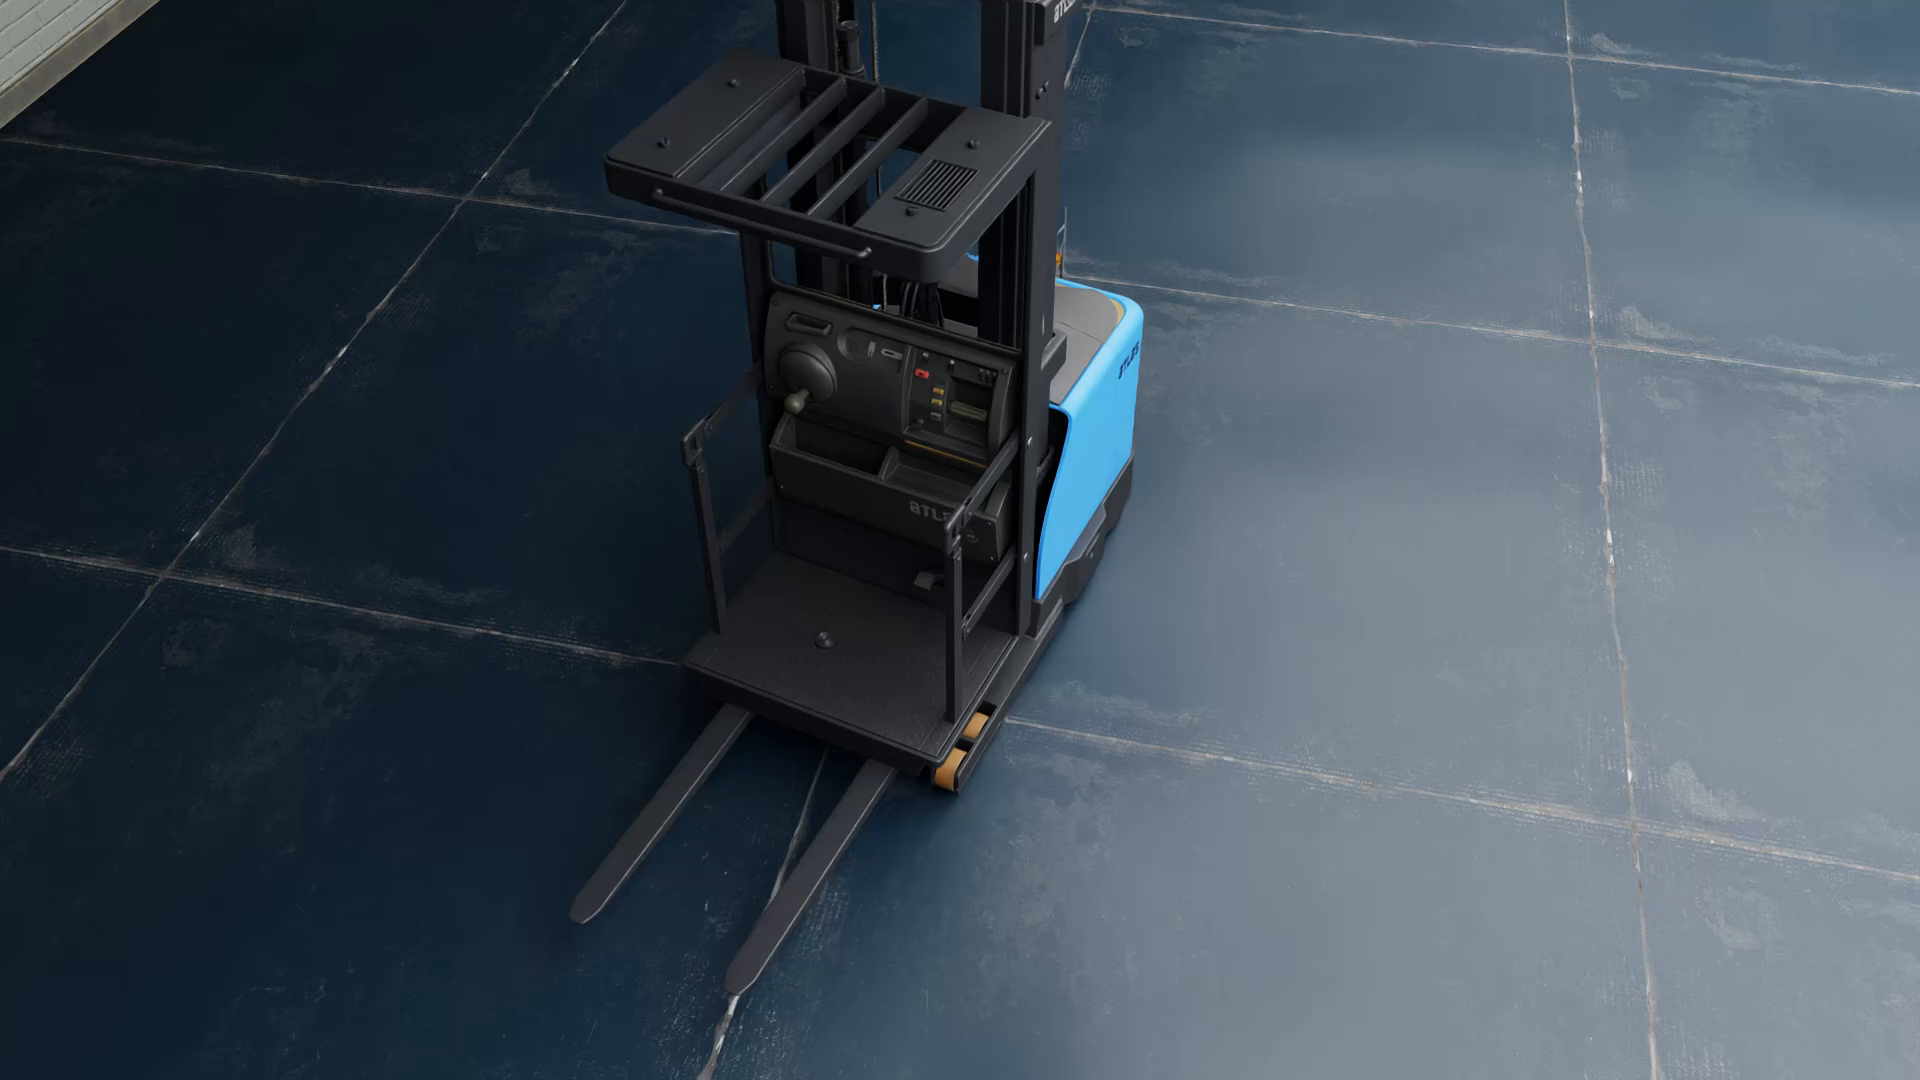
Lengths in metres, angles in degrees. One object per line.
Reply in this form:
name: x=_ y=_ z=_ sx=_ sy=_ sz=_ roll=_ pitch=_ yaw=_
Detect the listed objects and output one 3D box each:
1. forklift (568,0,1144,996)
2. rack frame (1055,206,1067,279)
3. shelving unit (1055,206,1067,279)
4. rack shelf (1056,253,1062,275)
forklift: x=-0.350 y=-0.470 z=5.584 sx=1.130 sy=2.935 sz=3.031 roll=19 pitch=47 yaw=18
rack frame: x=0.390 y=-0.880 z=7.258 sx=0.006 sy=1.200 sz=0.240 roll=19 pitch=47 yaw=18
shelving unit: x=0.307 y=-0.908 z=7.287 sx=0.189 sy=1.200 sz=0.258 roll=19 pitch=47 yaw=18
rack shelf: x=0.308 y=-1.136 z=7.070 sx=0.180 sy=0.103 sz=0.258 roll=19 pitch=47 yaw=18
